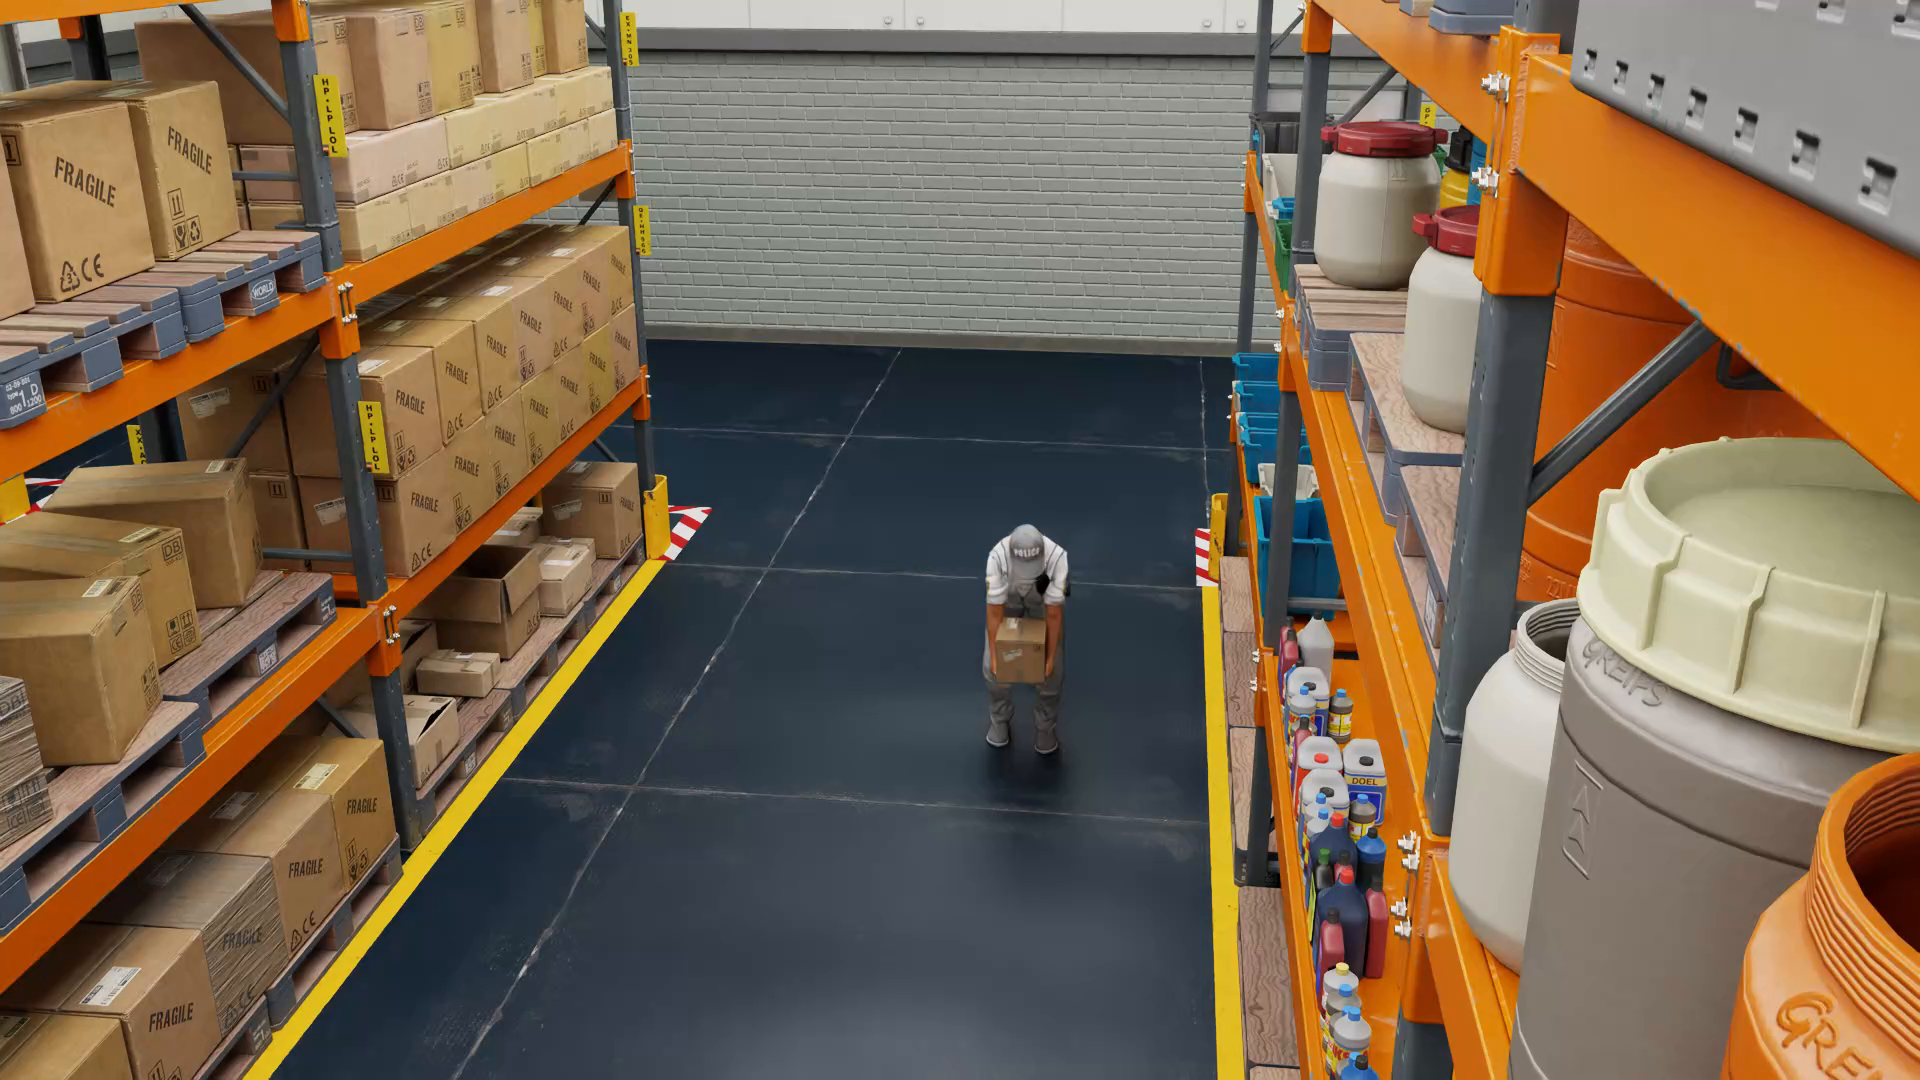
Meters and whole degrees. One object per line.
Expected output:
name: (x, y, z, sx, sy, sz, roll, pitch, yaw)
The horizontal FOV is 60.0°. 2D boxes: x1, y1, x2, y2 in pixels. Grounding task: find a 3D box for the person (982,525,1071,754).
person: (0.339, 0.483, 8.710, 0.461, 1.405, 0.837, 2, 21, 5)
